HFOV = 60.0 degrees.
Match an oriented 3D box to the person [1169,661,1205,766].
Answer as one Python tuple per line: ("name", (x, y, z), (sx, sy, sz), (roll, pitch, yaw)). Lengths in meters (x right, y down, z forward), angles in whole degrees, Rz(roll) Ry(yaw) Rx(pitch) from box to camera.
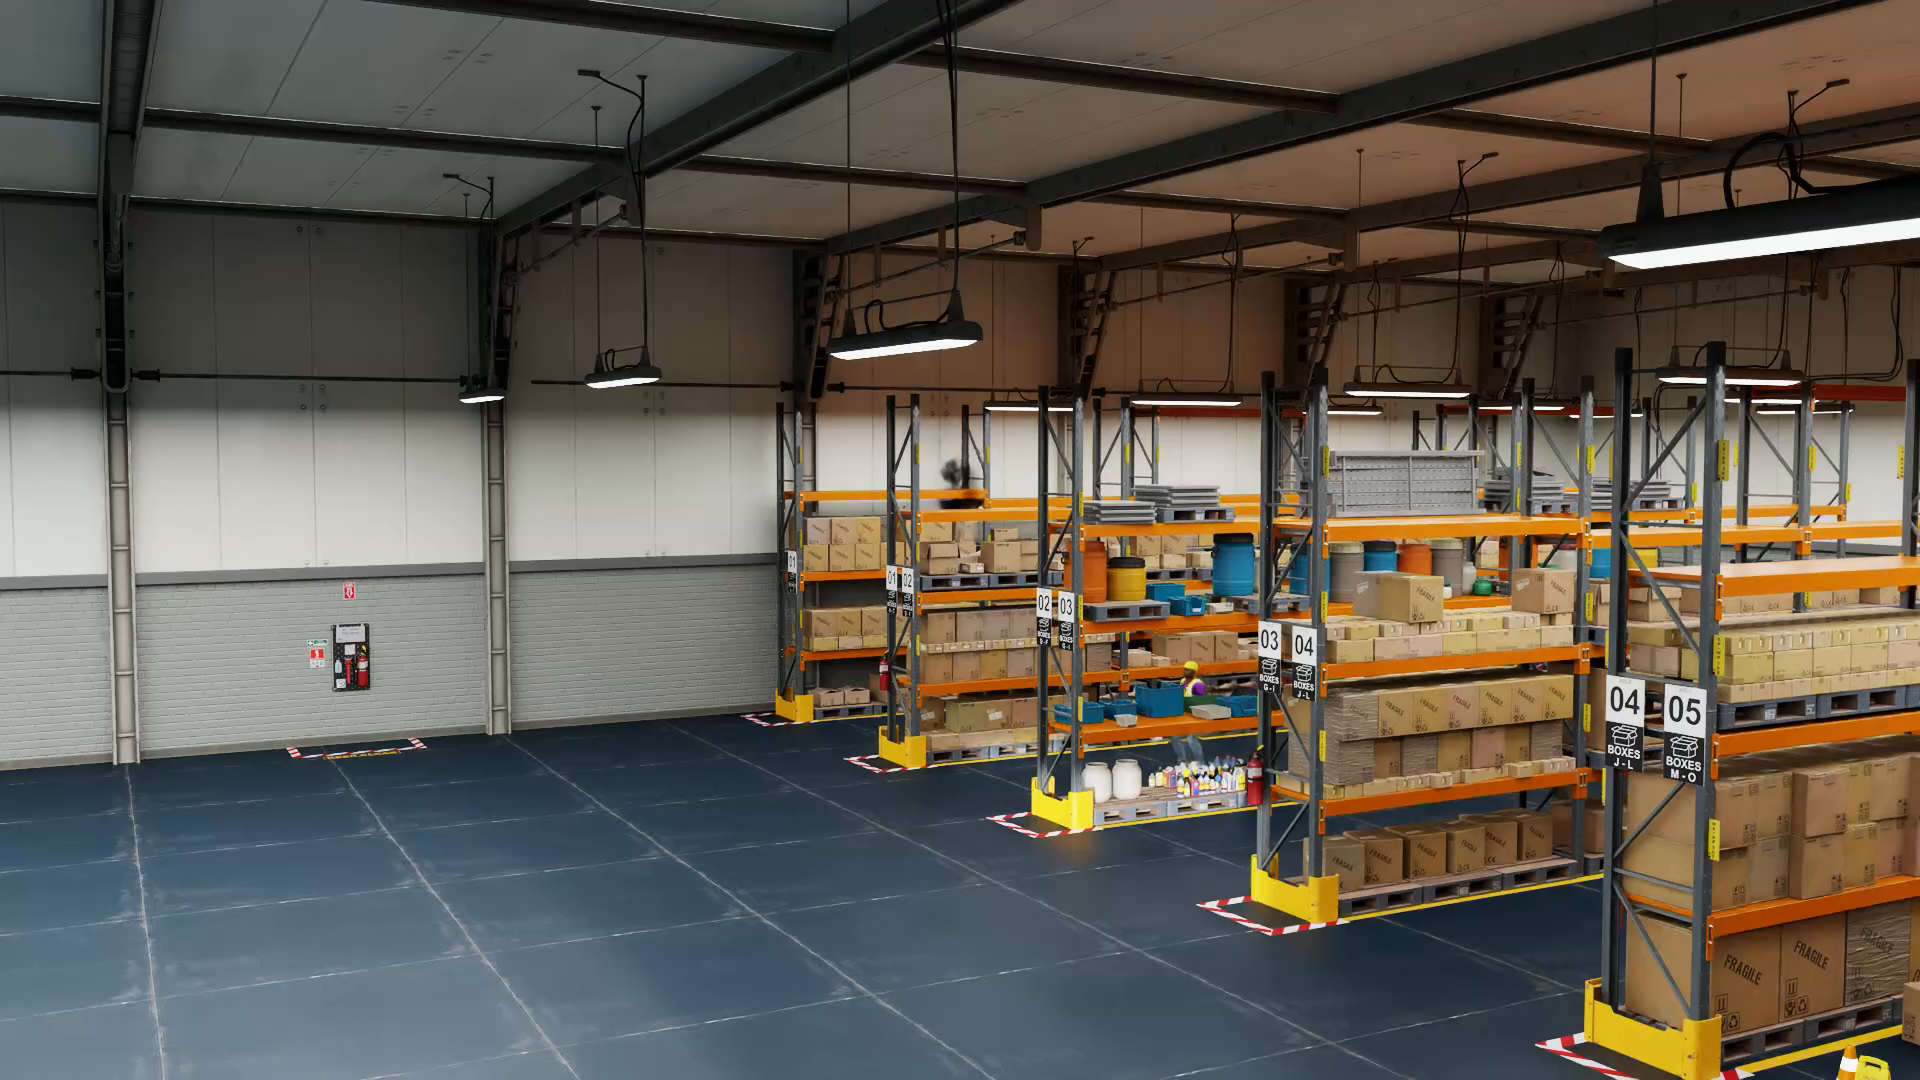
("person", (3.579, 2.808, 26.203), (0.696, 1.809, 0.674), (-2, 4, -38))

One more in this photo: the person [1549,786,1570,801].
("person", (8.340, 3.025, 22.710), (0.653, 1.718, 0.652), (-2, 4, -36))
